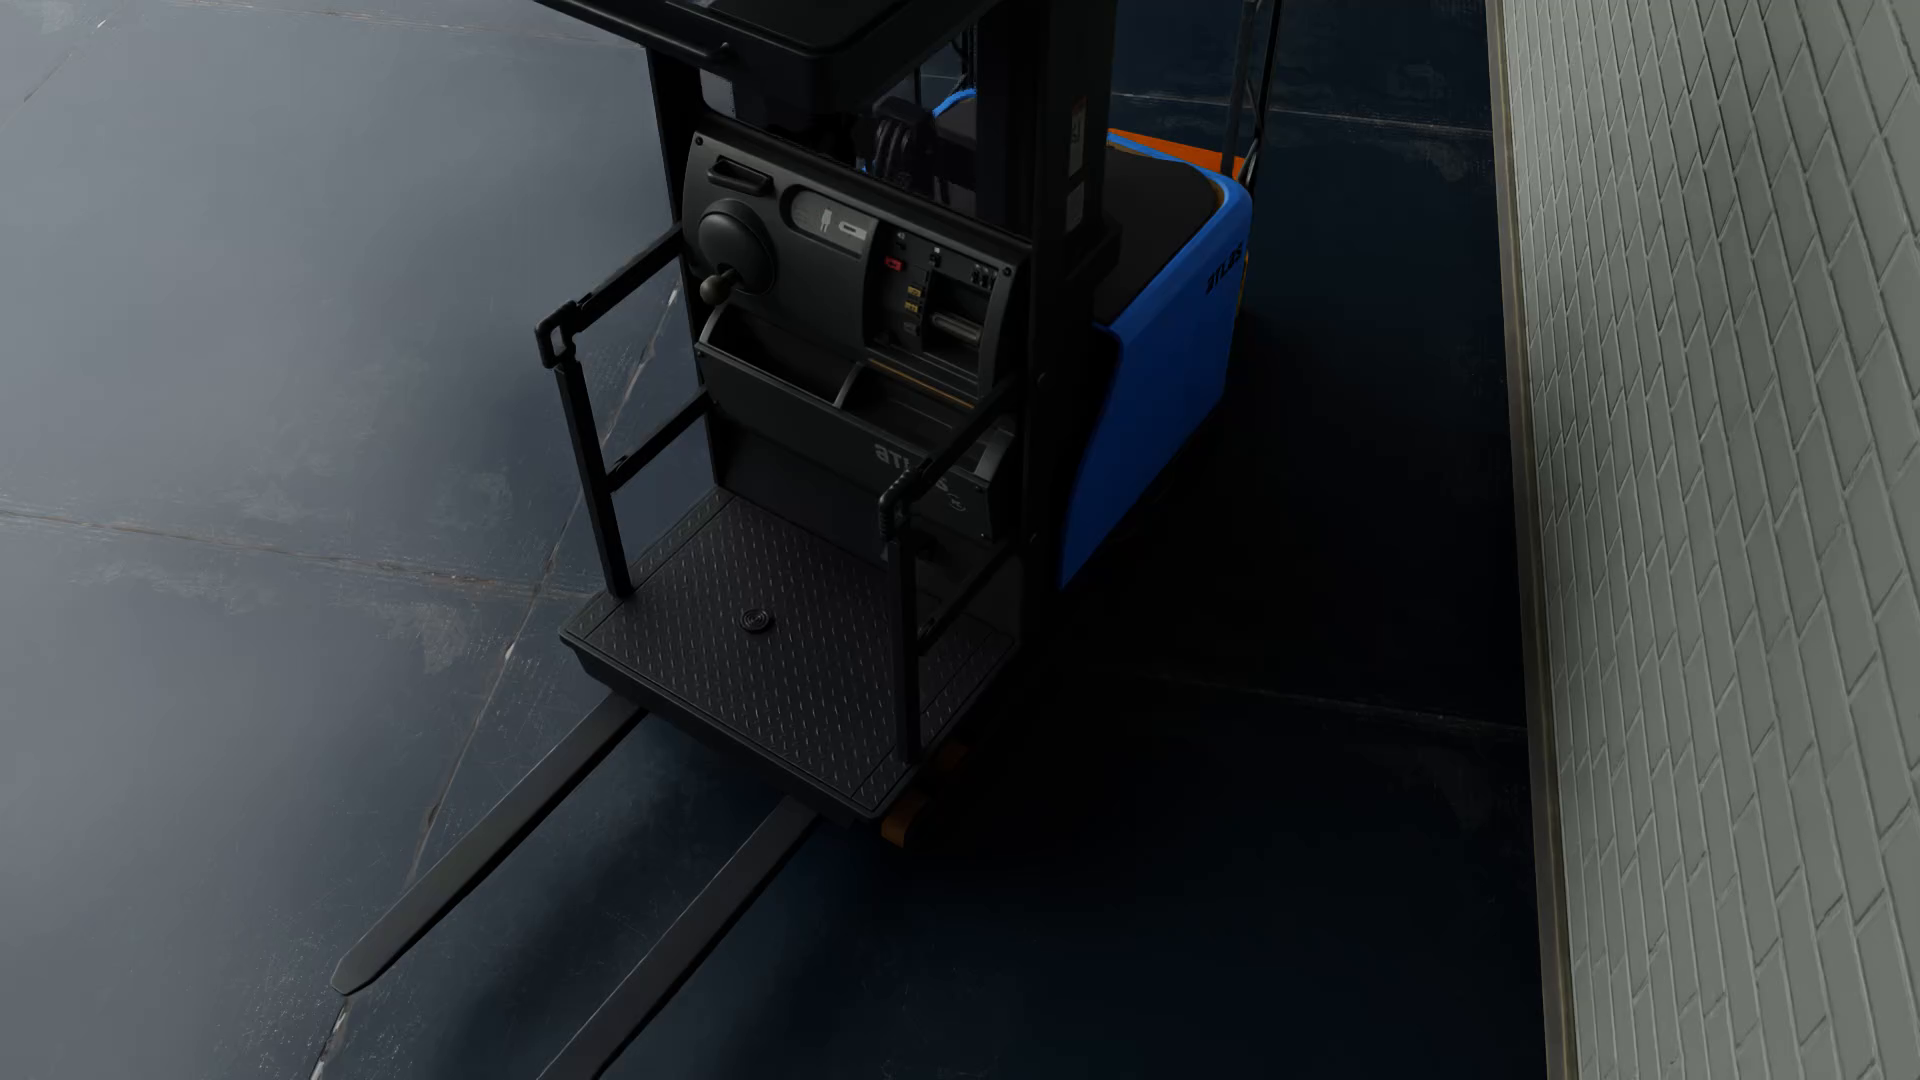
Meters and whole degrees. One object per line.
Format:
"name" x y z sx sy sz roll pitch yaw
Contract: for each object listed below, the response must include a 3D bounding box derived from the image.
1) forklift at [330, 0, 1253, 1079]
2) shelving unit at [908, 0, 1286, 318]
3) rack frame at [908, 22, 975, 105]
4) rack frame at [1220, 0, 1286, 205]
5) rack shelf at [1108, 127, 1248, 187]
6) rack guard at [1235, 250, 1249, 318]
"forklift" -0.392 -0.559 3.782 1.130 2.935 3.031 27 53 22
"shelving unit" 0.406 -1.294 5.404 1.083 1.500 0.587 17 50 15
"rack frame" -0.056 -1.433 5.529 0.032 1.500 0.500 17 50 15
"rack frame" 0.886 -1.149 5.274 0.032 1.500 0.500 17 50 15
"rack shelf" 0.415 -1.171 5.536 1.000 0.185 0.538 17 50 15
"rack guard" 0.868 -0.737 5.744 0.087 0.250 0.587 17 50 15
